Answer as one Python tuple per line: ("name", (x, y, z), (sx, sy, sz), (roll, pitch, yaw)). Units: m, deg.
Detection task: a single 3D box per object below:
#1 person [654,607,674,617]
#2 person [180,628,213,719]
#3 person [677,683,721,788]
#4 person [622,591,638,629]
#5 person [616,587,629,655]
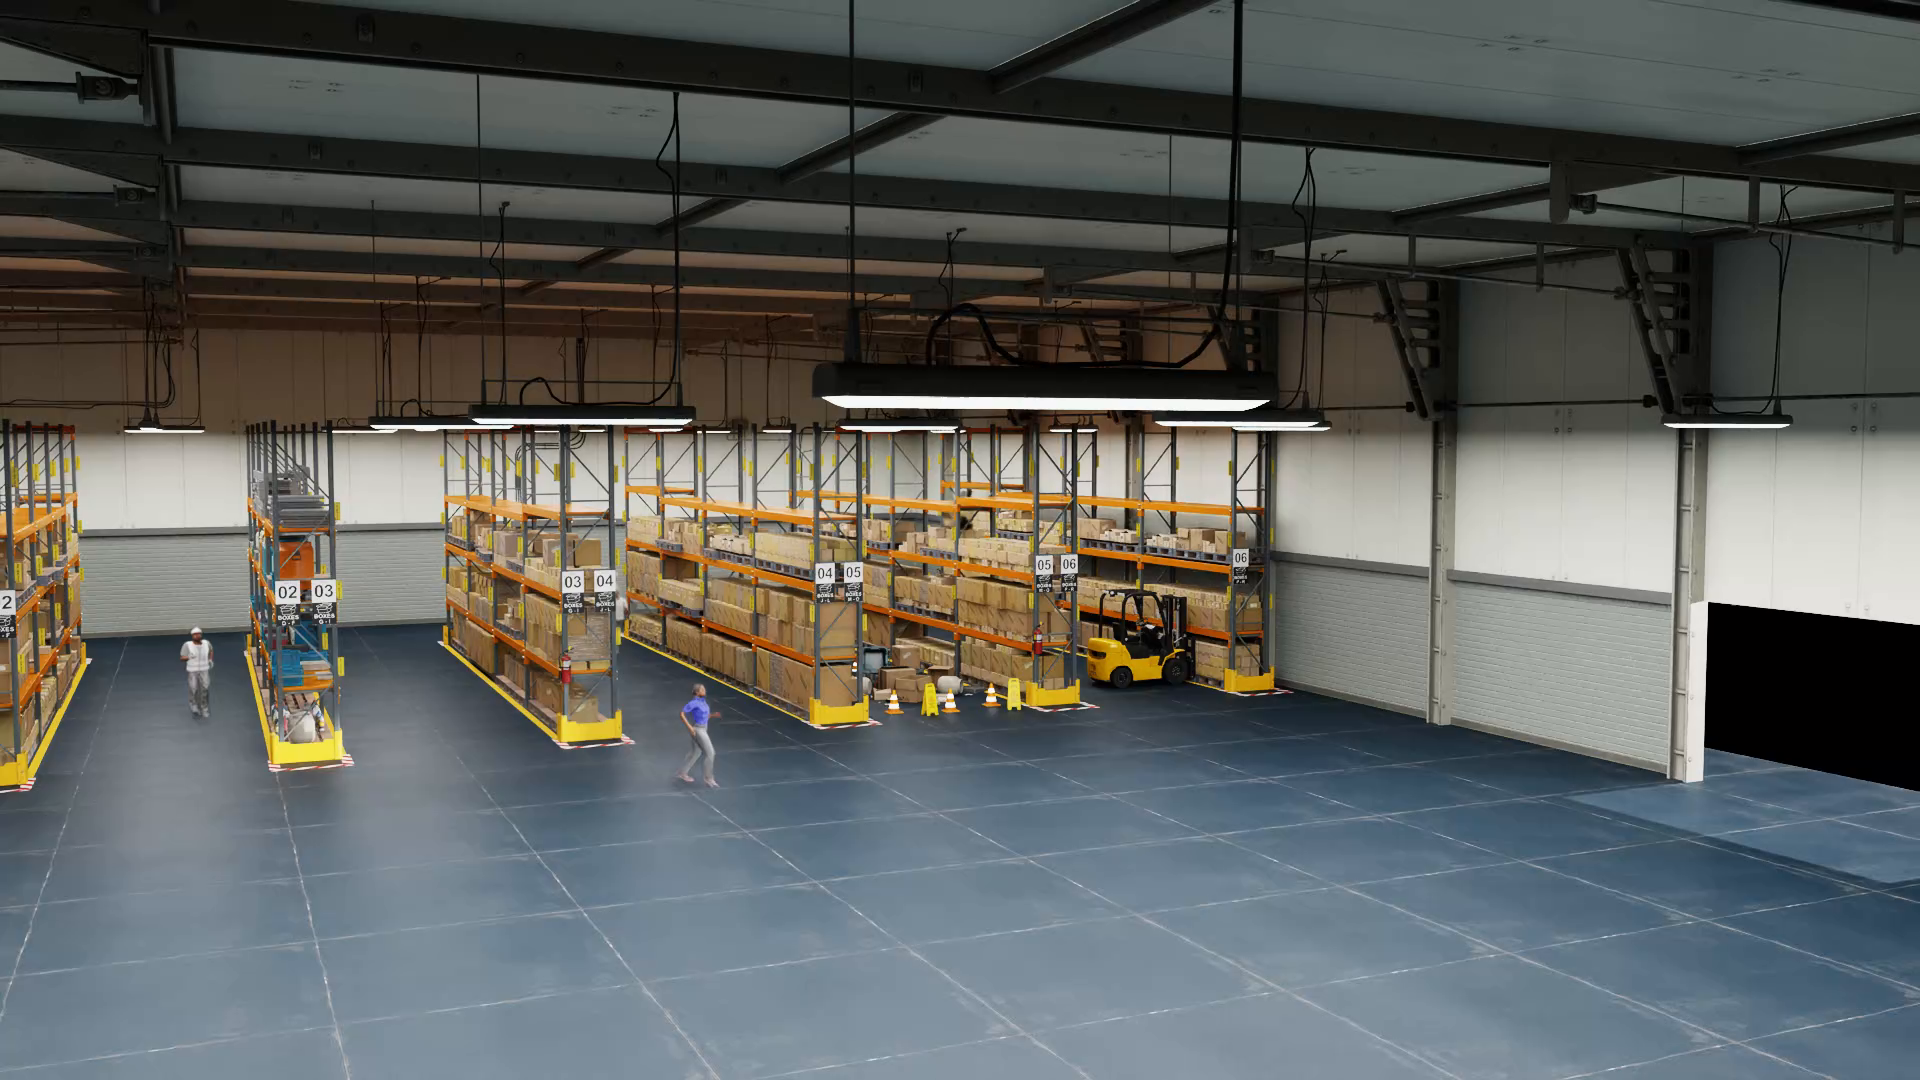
("person", (-8.808, 1.811, 49.181), (0.954, 1.684, 0.587), (-2, 4, -28))
("person", (-15.544, 2.700, 33.918), (0.657, 1.835, 0.761), (-2, 4, -32))
("person", (-4.274, 3.197, 27.168), (0.778, 1.719, 0.549), (0, 4, 4))
("person", (-9.747, 1.803, 49.106), (0.757, 1.752, 0.795), (0, 4, -1))
("person", (-9.092, 2.109, 43.905), (0.699, 1.768, 0.915), (-2, 4, -23))
